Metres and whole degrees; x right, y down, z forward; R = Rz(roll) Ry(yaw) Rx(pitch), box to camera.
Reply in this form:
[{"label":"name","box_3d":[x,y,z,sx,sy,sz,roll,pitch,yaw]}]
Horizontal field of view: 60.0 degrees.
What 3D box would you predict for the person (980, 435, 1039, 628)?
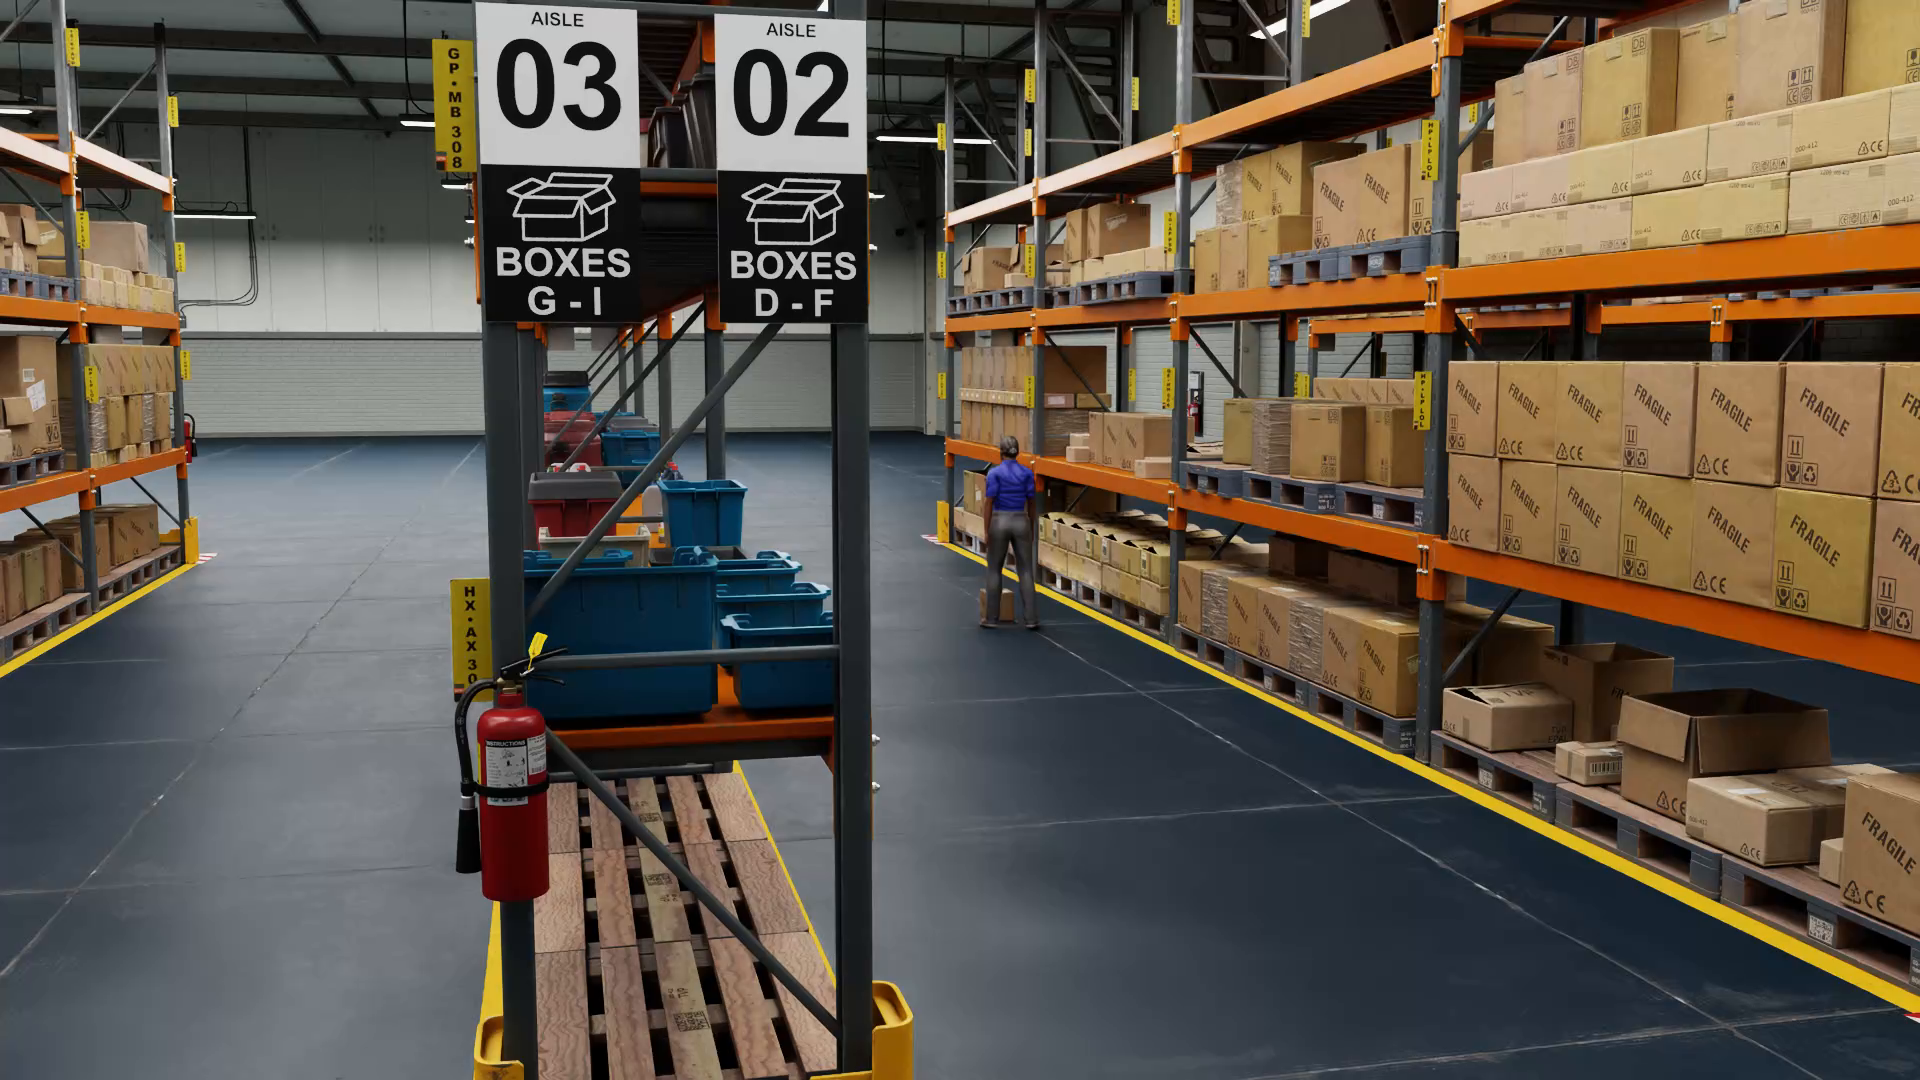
[{"label":"person","box_3d":[0.439,-0.069,14.310,0.503,1.659,0.413,-1,6,-13]}]
